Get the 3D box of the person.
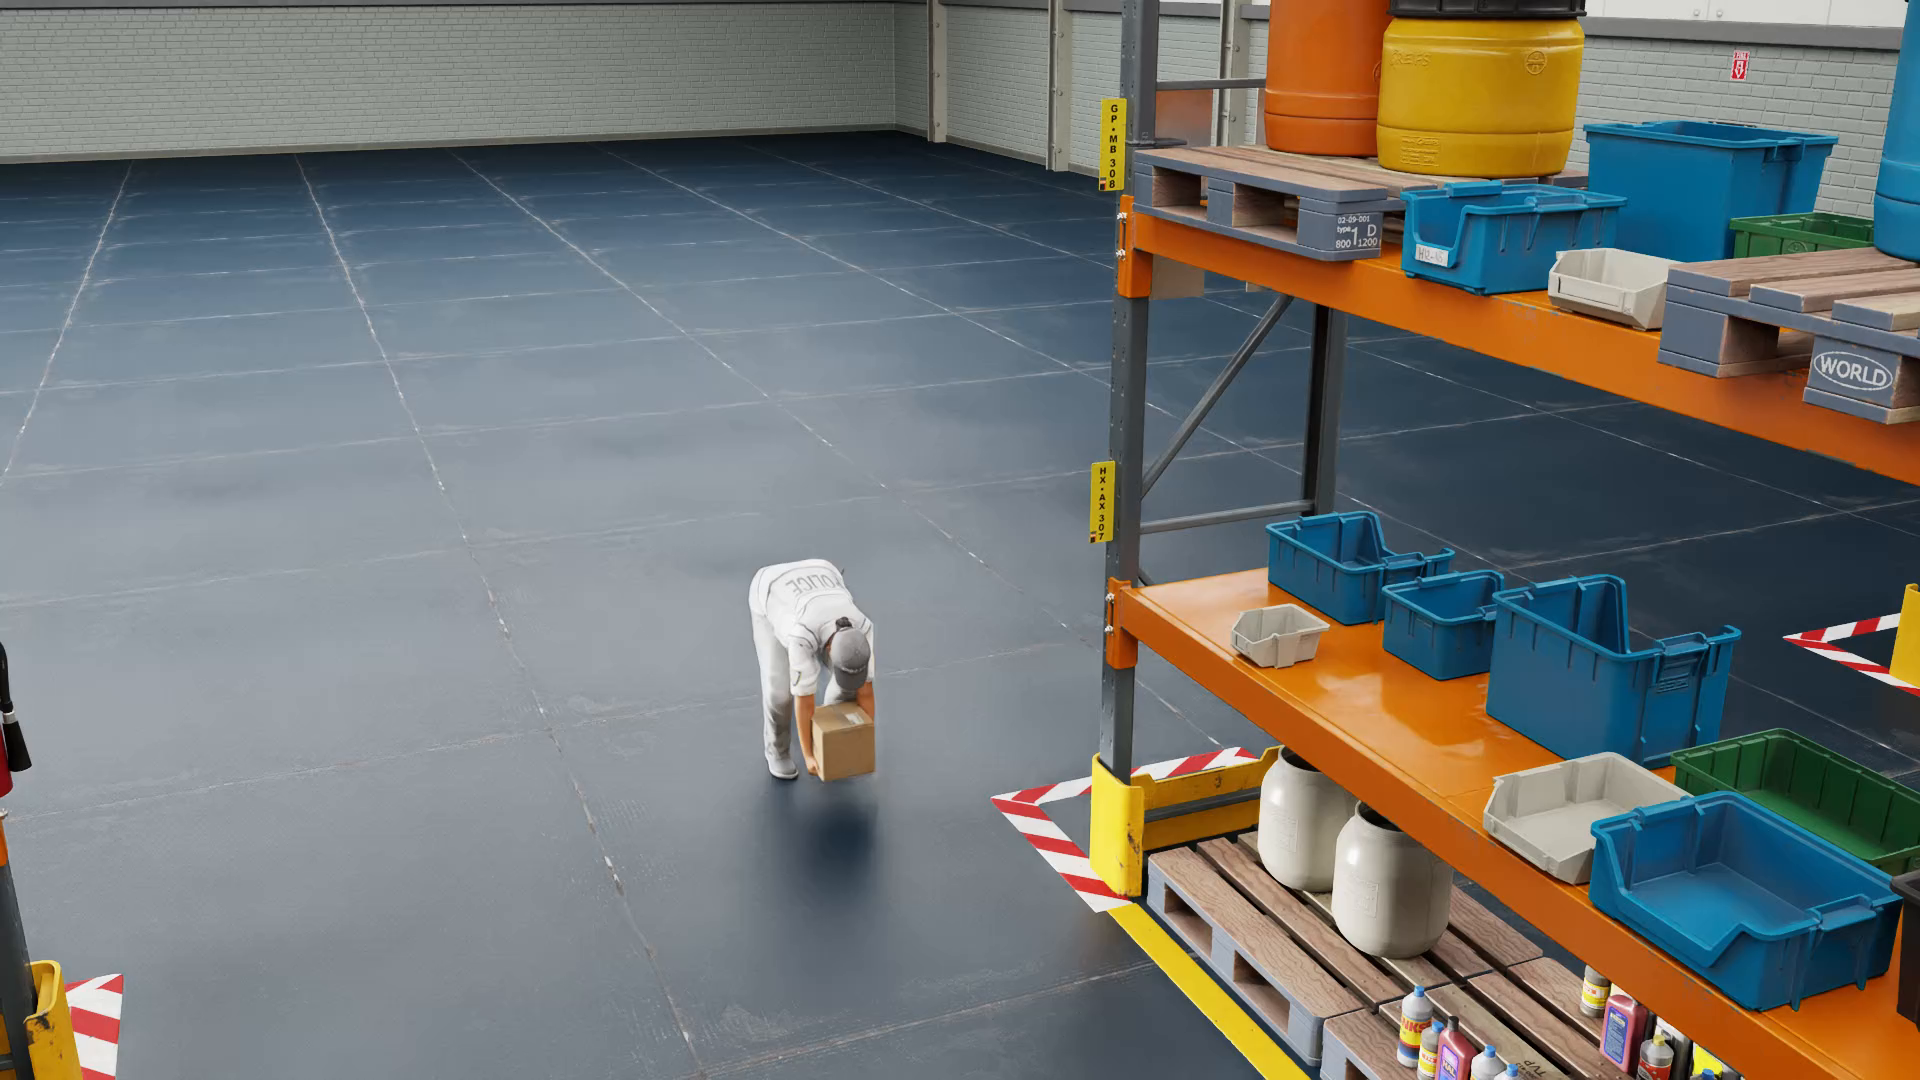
[{"bbox_3d":[-0.648,0.646,7.688,0.495,1.014,0.950,-9,21,-24],"label":"person"}]
